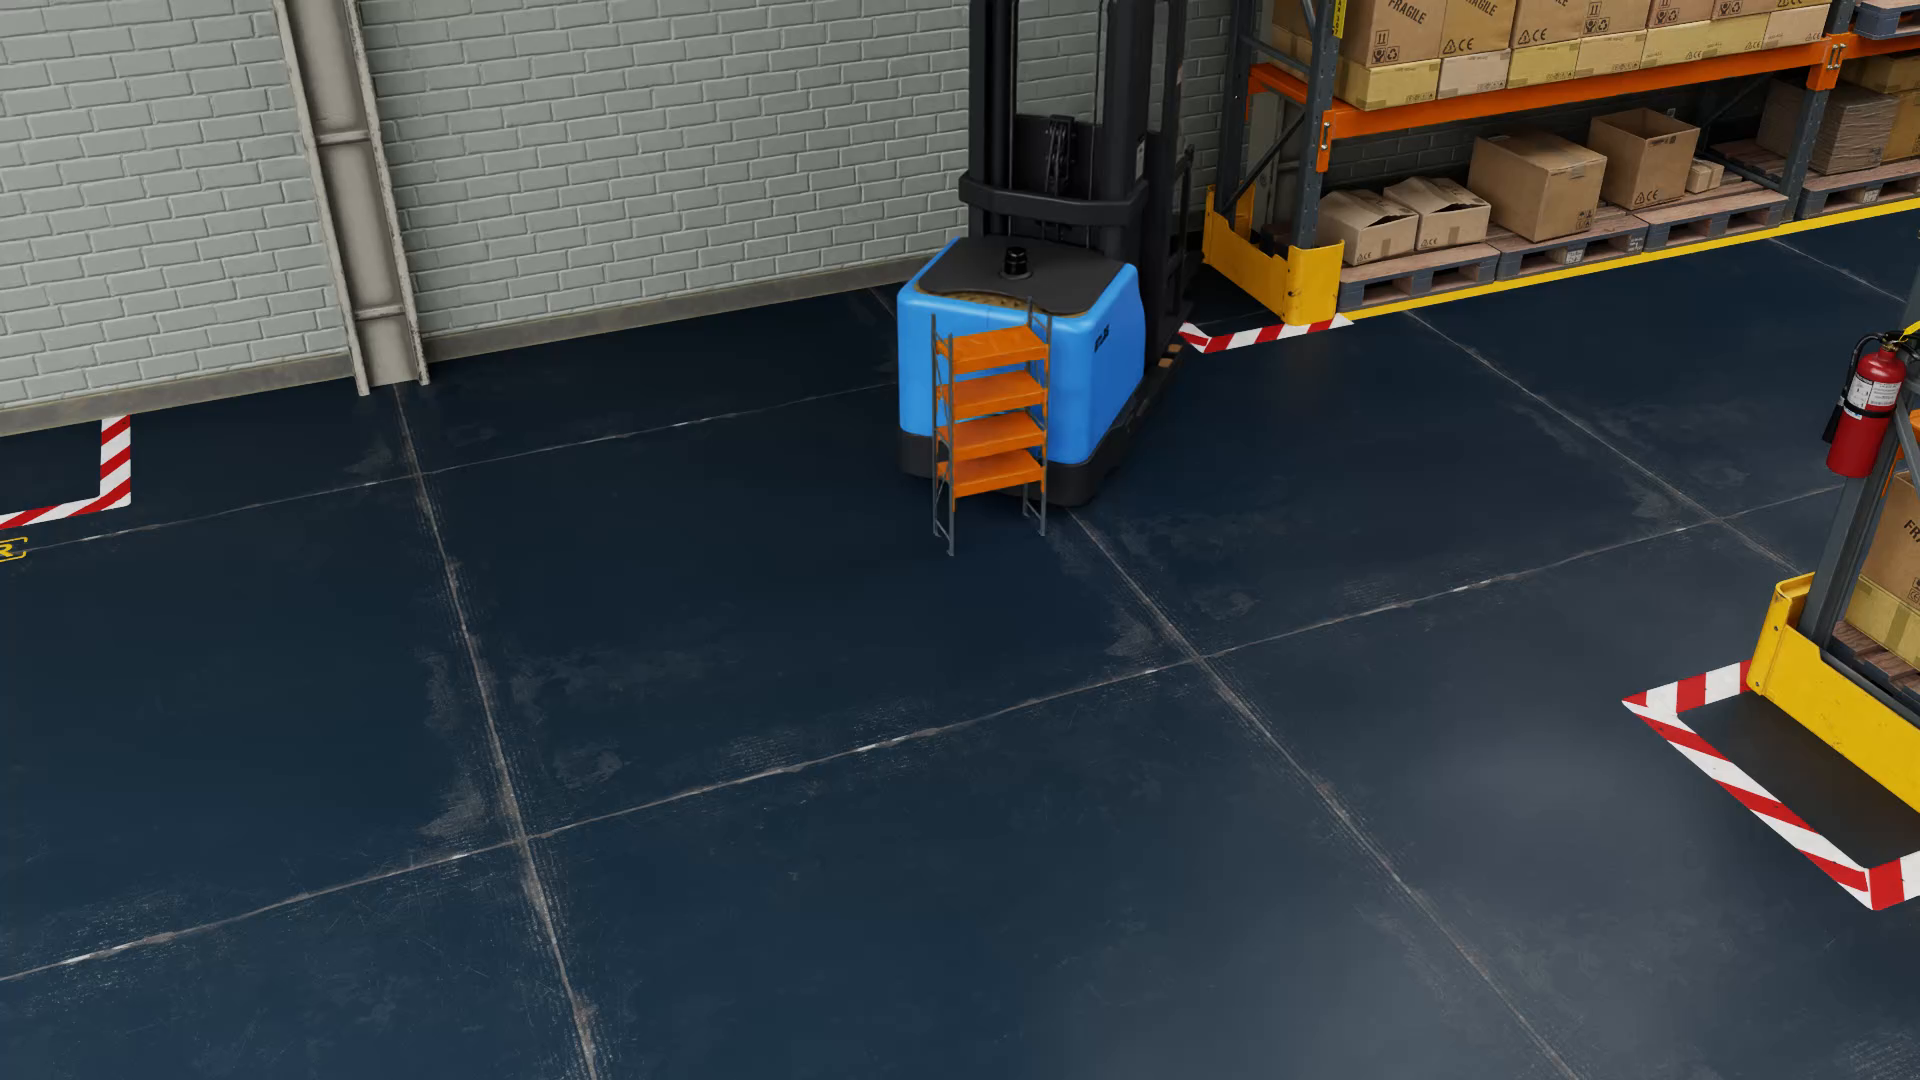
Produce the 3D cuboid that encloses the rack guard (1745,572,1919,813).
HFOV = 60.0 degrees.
[{"bbox_3d":[3.809,0.659,6.779,0.348,0.500,1.175,-13,35,-19],"label":"rack guard"}]

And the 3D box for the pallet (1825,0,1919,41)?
[{"bbox_3d":[6.359,-3.736,11.418,1.213,0.211,1.003,-13,35,-19],"label":"pallet"}]

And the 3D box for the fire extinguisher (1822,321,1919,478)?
[{"bbox_3d":[3.542,-0.570,6.446,0.183,0.674,0.296,-13,35,-19],"label":"fire extinguisher"}]

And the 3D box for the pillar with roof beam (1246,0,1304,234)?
[{"bbox_3d":[3.887,-3.816,5.864,0.400,9.000,9.100,-13,35,-19],"label":"pillar with roof beam"}]

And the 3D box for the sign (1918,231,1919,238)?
[{"bbox_3d":[3.634,-1.254,6.148,0.005,0.325,0.100,-13,35,-19],"label":"sign"}]

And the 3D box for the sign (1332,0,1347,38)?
[{"bbox_3d":[2.120,-2.974,9.277,0.005,0.325,0.100,-13,35,-19],"label":"sign"}]

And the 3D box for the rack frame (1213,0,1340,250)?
[{"bbox_3d":[1.910,-2.884,9.932,0.127,3.000,1.000,-13,35,-19],"label":"rack frame"}]

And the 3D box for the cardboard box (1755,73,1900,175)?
[{"bbox_3d":[6.270,-3.029,12.043,0.500,0.500,0.700,-12,35,-17],"label":"cardboard box"}]

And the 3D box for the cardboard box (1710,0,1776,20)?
[{"bbox_3d":[4.824,-3.625,10.502,0.500,0.500,0.500,-13,35,-19],"label":"cardboard box"}]

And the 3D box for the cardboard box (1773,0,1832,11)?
[{"bbox_3d":[5.282,-3.733,10.668,0.500,0.500,0.500,-13,35,-19],"label":"cardboard box"}]

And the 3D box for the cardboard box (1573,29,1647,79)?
[{"bbox_3d":[3.895,-3.100,10.383,0.500,0.250,0.500,-13,35,-19],"label":"cardboard box"}]

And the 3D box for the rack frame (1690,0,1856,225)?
[{"bbox_3d":[5.598,-3.728,11.230,0.127,3.000,1.000,-13,35,-19],"label":"rack frame"}]

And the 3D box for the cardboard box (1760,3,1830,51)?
[{"bbox_3d":[5.279,-3.422,10.877,0.500,0.250,0.500,-13,35,-19],"label":"cardboard box"}]

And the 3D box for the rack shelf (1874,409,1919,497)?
[{"bbox_3d":[5.675,-0.514,6.950,4.000,0.370,1.077,-13,35,-19],"label":"rack shelf"}]

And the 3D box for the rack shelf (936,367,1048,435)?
[{"bbox_3d":[0.144,-0.661,7.879,0.480,0.148,0.258,-12,35,-18],"label":"rack shelf"}]

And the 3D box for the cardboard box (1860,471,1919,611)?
[{"bbox_3d":[4.210,0.006,6.940,0.500,0.500,0.500,-13,35,-19],"label":"cardboard box"}]

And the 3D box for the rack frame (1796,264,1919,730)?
[{"bbox_3d":[3.831,-0.394,6.105,0.127,3.000,1.000,-13,35,-19],"label":"rack frame"}]

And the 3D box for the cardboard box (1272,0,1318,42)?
[{"bbox_3d":[2.262,-3.350,10.080,0.500,0.500,0.500,-13,35,-19],"label":"cardboard box"}]

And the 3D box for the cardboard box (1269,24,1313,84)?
[{"bbox_3d":[2.266,-3.026,10.269,0.500,0.250,0.500,-12,35,-18],"label":"cardboard box"}]

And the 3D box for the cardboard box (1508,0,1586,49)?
[{"bbox_3d":[3.405,-3.299,10.001,0.500,0.500,0.500,-14,36,-20],"label":"cardboard box"}]

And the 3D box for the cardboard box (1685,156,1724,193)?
[{"bbox_3d":[5.116,-2.597,11.686,0.250,0.166,0.380,-18,37,-25],"label":"cardboard box"}]

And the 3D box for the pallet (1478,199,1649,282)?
[{"bbox_3d":[3.866,-2.140,11.346,1.213,0.211,1.003,-13,35,-19],"label":"pallet"}]

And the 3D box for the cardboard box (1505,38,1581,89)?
[{"bbox_3d":[3.428,-2.994,10.221,0.500,0.250,0.500,-13,35,-20],"label":"cardboard box"}]

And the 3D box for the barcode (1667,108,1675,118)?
[{"bbox_3d":[5.007,-3.006,11.715,0.075,0.075,0.001,-13,35,-19],"label":"barcode"}]

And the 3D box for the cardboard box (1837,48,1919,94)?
[{"bbox_3d":[6.675,-3.438,11.984,0.500,0.250,0.500,-14,35,-20],"label":"cardboard box"}]

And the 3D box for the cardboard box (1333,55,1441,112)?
[{"bbox_3d":[2.483,-2.773,9.880,0.500,0.250,0.500,-14,36,-20],"label":"cardboard box"}]

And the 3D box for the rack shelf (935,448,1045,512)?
[{"bbox_3d":[0.144,-0.307,8.110,0.480,0.148,0.258,-12,35,-18],"label":"rack shelf"}]

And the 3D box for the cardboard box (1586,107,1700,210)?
[{"bbox_3d":[4.657,-2.626,11.424,0.500,0.500,0.500,-16,36,-22],"label":"cardboard box"}]

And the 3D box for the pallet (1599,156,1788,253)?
[{"bbox_3d":[4.993,-2.400,11.745,1.213,0.211,1.003,-13,35,-19],"label":"pallet"}]

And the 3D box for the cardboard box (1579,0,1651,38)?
[{"bbox_3d":[3.876,-3.414,10.178,0.500,0.500,0.500,-12,35,-17],"label":"cardboard box"}]

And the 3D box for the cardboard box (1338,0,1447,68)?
[{"bbox_3d":[2.466,-3.093,9.685,0.500,0.500,0.500,-13,35,-19],"label":"cardboard box"}]

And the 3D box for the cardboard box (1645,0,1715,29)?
[{"bbox_3d":[4.355,-3.524,10.347,0.500,0.500,0.500,-14,36,-20],"label":"cardboard box"}]

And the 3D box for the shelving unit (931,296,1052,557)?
[{"bbox_3d":[0.144,-0.530,7.965,0.503,1.200,0.258,-12,35,-18],"label":"shelving unit"}]

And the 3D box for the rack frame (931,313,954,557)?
[{"bbox_3d":[-0.082,-0.480,7.888,0.015,1.200,0.240,-12,35,-18],"label":"rack frame"}]

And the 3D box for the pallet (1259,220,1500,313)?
[{"bbox_3d":[2.743,-1.885,10.953,1.213,0.211,1.003,-13,35,-19],"label":"pallet"}]

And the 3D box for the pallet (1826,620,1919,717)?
[{"bbox_3d":[4.520,0.593,7.146,1.213,0.211,1.003,-13,35,-19],"label":"pallet"}]

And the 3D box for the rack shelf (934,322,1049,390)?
[{"bbox_3d":[0.144,-0.859,7.750,0.480,0.148,0.258,-12,35,-18],"label":"rack shelf"}]

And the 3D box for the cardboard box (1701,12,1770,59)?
[{"bbox_3d":[4.816,-3.320,10.722,0.500,0.250,0.500,-13,35,-19],"label":"cardboard box"}]

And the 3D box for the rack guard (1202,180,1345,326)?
[{"bbox_3d":[1.980,-1.852,10.638,0.348,0.500,1.175,-13,35,-19],"label":"rack guard"}]

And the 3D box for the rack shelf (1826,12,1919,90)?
[{"bbox_3d":[7.442,-3.849,12.075,4.000,0.370,1.077,-13,35,-19],"label":"rack shelf"}]

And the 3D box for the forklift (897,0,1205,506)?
[{"bbox_3d":[0.692,-2.192,8.931,1.130,2.935,3.031,12,35,18],"label":"forklift"}]

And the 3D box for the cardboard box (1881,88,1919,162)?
[{"bbox_3d":[6.727,-3.163,12.250,0.500,0.500,0.700,-14,35,-20],"label":"cardboard box"}]

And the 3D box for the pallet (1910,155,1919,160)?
[{"bbox_3d":[7.442,-2.984,12.643,1.213,0.211,1.003,-13,35,-19],"label":"pallet"}]

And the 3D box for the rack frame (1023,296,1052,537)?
[{"bbox_3d":[0.371,-0.580,8.041,0.015,1.200,0.240,-12,35,-18],"label":"rack frame"}]

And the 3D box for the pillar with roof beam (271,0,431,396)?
[{"bbox_3d":[-1.645,-2.550,3.917,0.400,9.000,9.100,-13,35,-19],"label":"pillar with roof beam"}]

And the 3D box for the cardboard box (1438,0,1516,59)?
[{"bbox_3d":[2.926,-3.193,9.838,0.500,0.500,0.500,-13,35,-19],"label":"cardboard box"}]

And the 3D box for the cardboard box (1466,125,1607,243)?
[{"bbox_3d":[3.804,-2.372,11.033,0.500,0.500,0.700,-15,36,-22],"label":"cardboard box"}]

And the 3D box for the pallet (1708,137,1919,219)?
[{"bbox_3d":[6.315,-2.725,12.244,1.213,0.211,1.003,-13,35,-19],"label":"pallet"}]

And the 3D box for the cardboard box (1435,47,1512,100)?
[{"bbox_3d":[2.956,-2.890,10.060,0.500,0.250,0.500,-14,36,-20],"label":"cardboard box"}]

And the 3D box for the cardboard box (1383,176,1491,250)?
[{"bbox_3d":[3.108,-2.162,10.885,0.500,0.311,0.500,-10,34,-15],"label":"cardboard box"}]

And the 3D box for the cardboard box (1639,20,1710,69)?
[{"bbox_3d":[4.358,-3.207,10.547,0.500,0.250,0.500,-13,35,-19],"label":"cardboard box"}]

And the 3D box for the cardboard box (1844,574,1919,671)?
[{"bbox_3d":[4.211,0.321,7.142,0.500,0.250,0.500,-13,35,-19],"label":"cardboard box"}]

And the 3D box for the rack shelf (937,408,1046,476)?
[{"bbox_3d":[0.144,-0.474,8.001,0.480,0.148,0.258,-12,35,-18],"label":"rack shelf"}]

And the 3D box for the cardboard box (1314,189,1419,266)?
[{"bbox_3d":[2.583,-2.042,10.700,0.500,0.311,0.500,-17,37,-24],"label":"cardboard box"}]

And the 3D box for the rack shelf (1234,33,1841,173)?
[{"bbox_3d":[3.754,-3.005,10.777,4.000,0.370,1.077,-13,35,-19],"label":"rack shelf"}]
